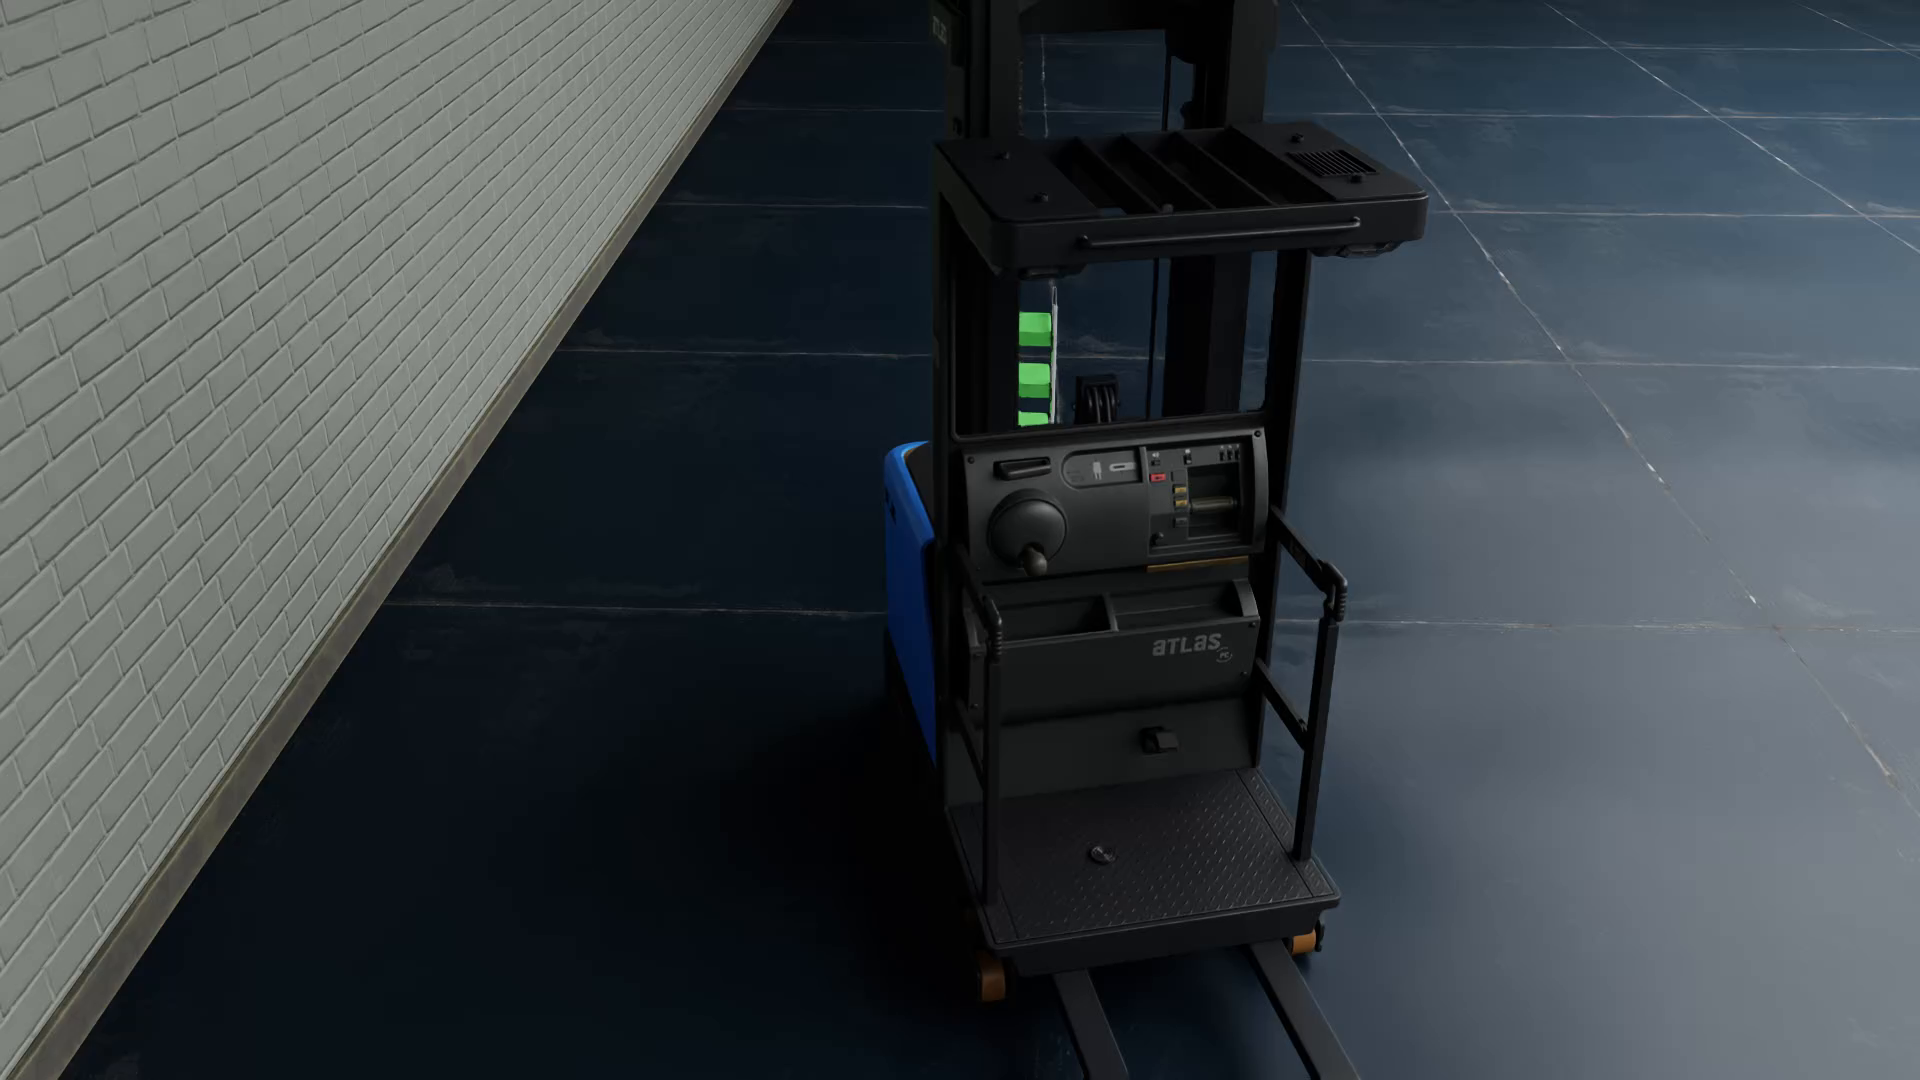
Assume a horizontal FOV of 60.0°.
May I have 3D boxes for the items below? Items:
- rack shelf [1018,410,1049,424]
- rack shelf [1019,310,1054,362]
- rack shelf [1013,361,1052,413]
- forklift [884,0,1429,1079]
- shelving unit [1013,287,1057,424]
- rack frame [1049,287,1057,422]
[{"bbox_3d":[0.165,-0.471,7.494,0.480,0.148,0.258,1,28,2],"label":"rack shelf"},{"bbox_3d":[0.165,-0.895,7.269,0.480,0.148,0.258,1,28,2],"label":"rack shelf"},{"bbox_3d":[0.165,-0.683,7.381,0.480,0.148,0.258,1,28,2],"label":"rack shelf"},{"bbox_3d":[0.516,-0.075,4.762,1.130,2.935,3.031,-6,28,-11],"label":"forklift"},{"bbox_3d":[0.165,-0.527,7.464,0.503,1.200,0.258,1,28,2],"label":"shelving unit"},{"bbox_3d":[0.409,-0.523,7.456,0.015,1.200,0.240,1,28,2],"label":"rack frame"}]
